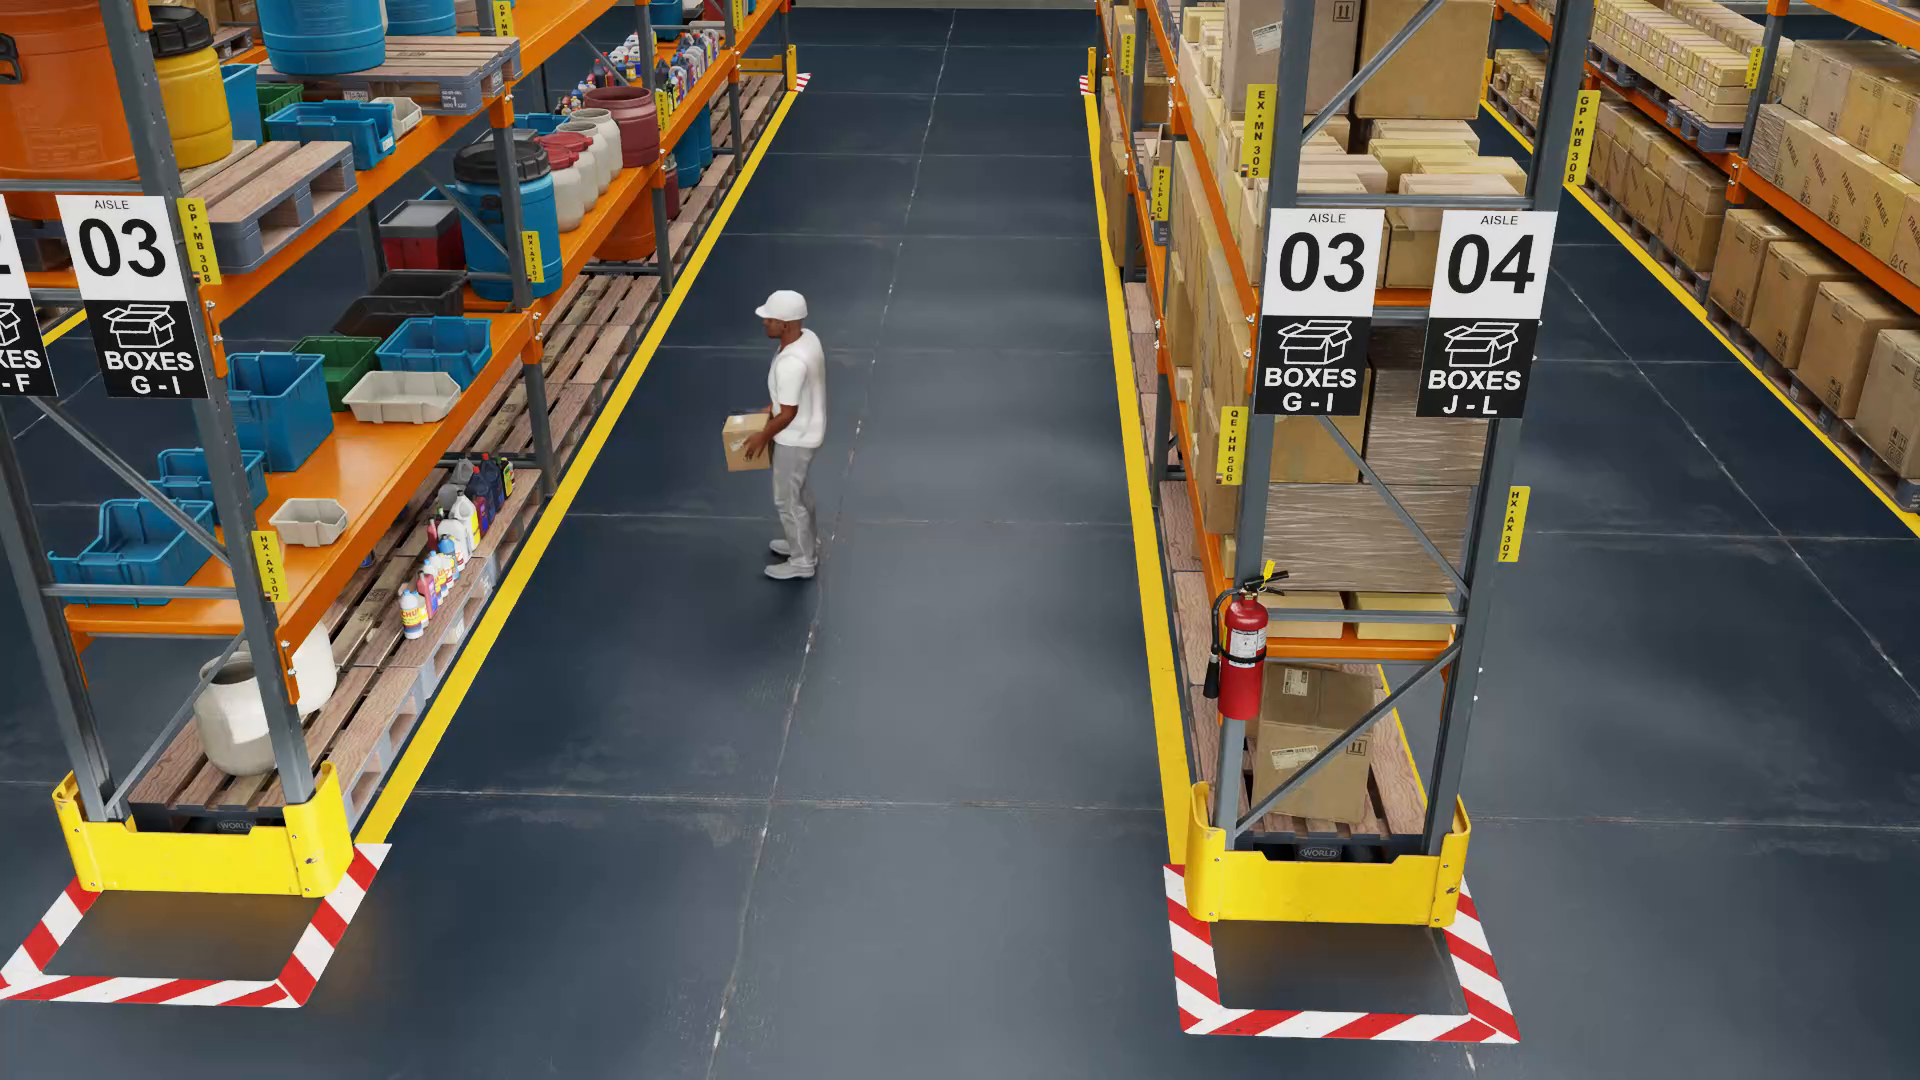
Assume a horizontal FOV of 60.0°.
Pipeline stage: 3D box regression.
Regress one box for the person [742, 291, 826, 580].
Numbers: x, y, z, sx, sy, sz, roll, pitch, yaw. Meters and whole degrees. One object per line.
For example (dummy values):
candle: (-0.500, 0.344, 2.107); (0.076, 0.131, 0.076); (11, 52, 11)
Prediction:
person: (-1.020, -0.622, 9.774); (0.482, 1.767, 0.569); (1, 28, 1)
